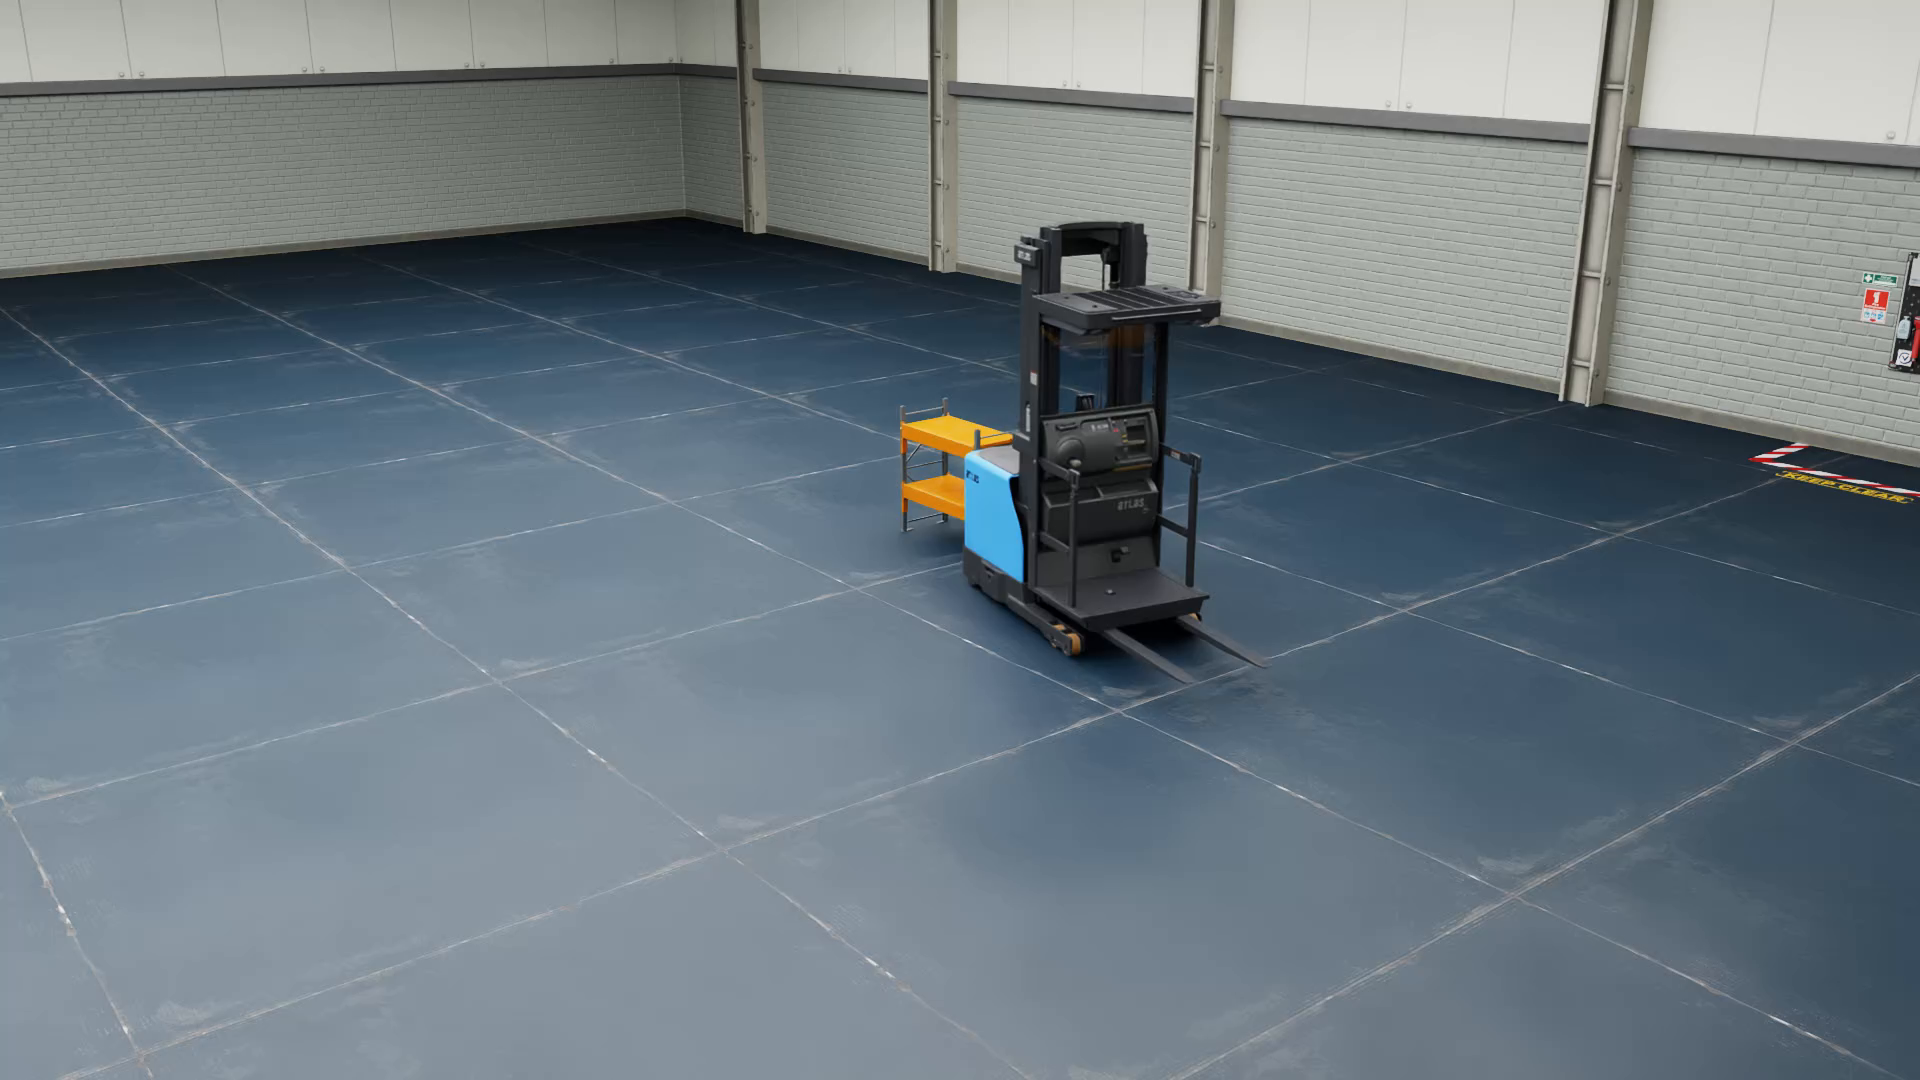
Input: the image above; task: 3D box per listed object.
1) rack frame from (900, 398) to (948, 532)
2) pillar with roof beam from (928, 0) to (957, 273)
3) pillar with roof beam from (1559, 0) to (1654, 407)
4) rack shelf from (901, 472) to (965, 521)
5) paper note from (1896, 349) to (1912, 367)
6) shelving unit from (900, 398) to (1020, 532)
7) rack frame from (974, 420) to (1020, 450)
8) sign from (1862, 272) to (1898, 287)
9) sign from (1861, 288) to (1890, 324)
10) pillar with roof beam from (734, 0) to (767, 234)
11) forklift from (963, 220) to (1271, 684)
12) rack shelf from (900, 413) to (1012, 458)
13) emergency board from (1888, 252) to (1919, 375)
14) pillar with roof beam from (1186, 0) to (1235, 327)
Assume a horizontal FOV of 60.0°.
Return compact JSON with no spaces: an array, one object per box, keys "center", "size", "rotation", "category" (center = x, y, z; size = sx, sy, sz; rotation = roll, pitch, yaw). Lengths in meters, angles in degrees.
[{"center":[-0.311,-0.658,14.559],"size":[0.500,1.125,0.032],"rotation":[-14,23,-36],"category":"rack frame"},{"center":[-3.659,-7.986,24.165],"size":[9.100,9.000,0.400],"rotation":[-14,23,-36],"category":"pillar with roof beam"},{"center":[3.792,-5.029,15.235],"size":[9.100,9.000,0.400],"rotation":[-14,23,-36],"category":"pillar with roof beam"},{"center":[0.004,-0.300,14.258],"size":[0.538,0.278,1.000],"rotation":[-14,23,-36],"category":"rack shelf"},{"center":[9.332,-1.798,16.423],"size":[0.016,0.148,0.142],"rotation":[-14,23,-36],"category":"paper note"},{"center":[0.004,-0.532,14.181],"size":[0.538,1.125,1.048],"rotation":[-14,23,-36],"category":"shelving unit"},{"center":[0.320,-0.407,13.802],"size":[0.500,1.125,0.032],"rotation":[-14,23,-36],"category":"rack frame"},{"center":[9.121,-2.582,16.487],"size":[0.001,0.109,0.331],"rotation":[-14,23,-36],"category":"sign"},{"center":[9.125,-2.333,16.579],"size":[0.001,0.329,0.234],"rotation":[-14,23,-36],"category":"sign"},{"center":[-7.384,-9.465,28.630],"size":[9.100,9.000,0.400],"rotation":[-14,23,-36],"category":"pillar with roof beam"},{"center":[1.120,-0.719,11.872],"size":[1.130,2.935,3.031],"rotation":[-9,20,-25],"category":"forklift"},{"center":[0.004,-0.810,14.089],"size":[0.538,0.278,1.000],"rotation":[-14,23,-36],"category":"rack shelf"},{"center":[9.388,-2.159,16.112],"size":[0.194,1.169,0.643],"rotation":[-14,23,-36],"category":"emergency board"},{"center":[0.067,-6.508,19.700],"size":[9.100,9.000,0.400],"rotation":[-14,23,-36],"category":"pillar with roof beam"}]
